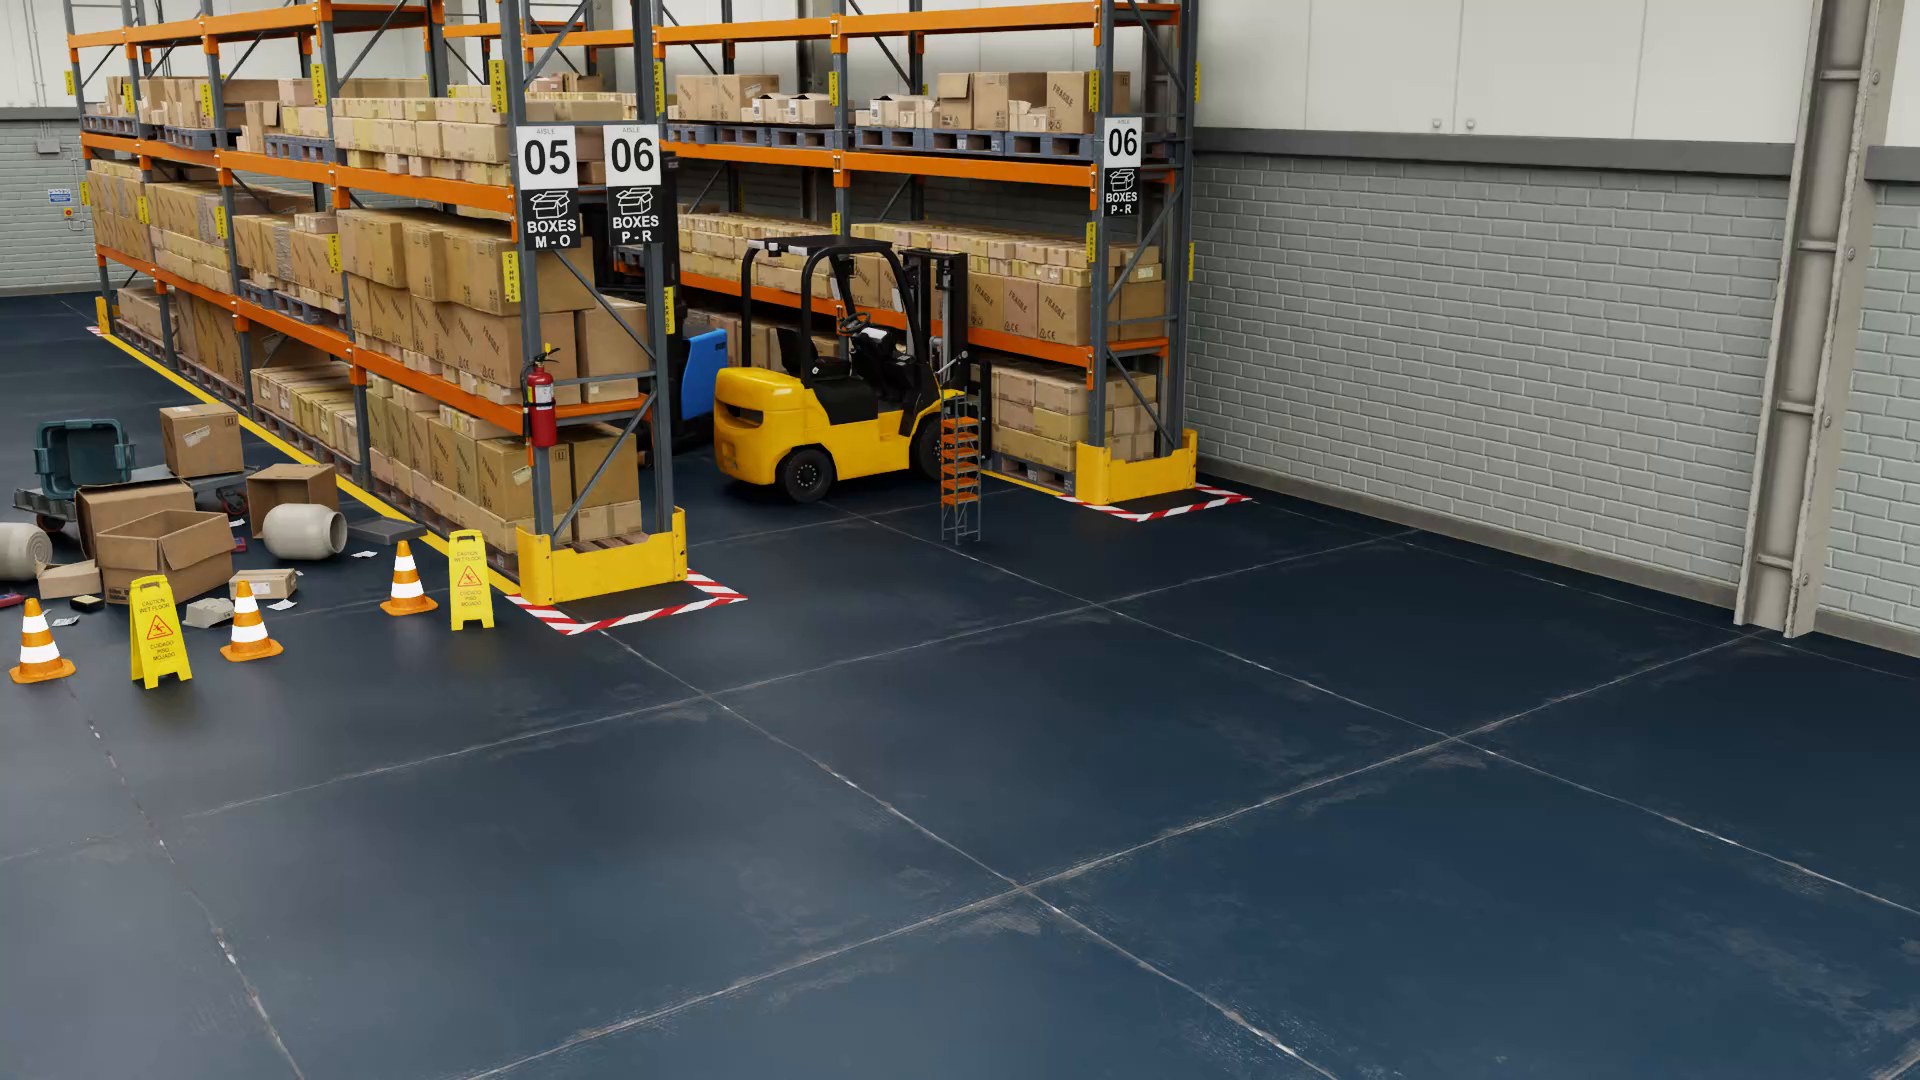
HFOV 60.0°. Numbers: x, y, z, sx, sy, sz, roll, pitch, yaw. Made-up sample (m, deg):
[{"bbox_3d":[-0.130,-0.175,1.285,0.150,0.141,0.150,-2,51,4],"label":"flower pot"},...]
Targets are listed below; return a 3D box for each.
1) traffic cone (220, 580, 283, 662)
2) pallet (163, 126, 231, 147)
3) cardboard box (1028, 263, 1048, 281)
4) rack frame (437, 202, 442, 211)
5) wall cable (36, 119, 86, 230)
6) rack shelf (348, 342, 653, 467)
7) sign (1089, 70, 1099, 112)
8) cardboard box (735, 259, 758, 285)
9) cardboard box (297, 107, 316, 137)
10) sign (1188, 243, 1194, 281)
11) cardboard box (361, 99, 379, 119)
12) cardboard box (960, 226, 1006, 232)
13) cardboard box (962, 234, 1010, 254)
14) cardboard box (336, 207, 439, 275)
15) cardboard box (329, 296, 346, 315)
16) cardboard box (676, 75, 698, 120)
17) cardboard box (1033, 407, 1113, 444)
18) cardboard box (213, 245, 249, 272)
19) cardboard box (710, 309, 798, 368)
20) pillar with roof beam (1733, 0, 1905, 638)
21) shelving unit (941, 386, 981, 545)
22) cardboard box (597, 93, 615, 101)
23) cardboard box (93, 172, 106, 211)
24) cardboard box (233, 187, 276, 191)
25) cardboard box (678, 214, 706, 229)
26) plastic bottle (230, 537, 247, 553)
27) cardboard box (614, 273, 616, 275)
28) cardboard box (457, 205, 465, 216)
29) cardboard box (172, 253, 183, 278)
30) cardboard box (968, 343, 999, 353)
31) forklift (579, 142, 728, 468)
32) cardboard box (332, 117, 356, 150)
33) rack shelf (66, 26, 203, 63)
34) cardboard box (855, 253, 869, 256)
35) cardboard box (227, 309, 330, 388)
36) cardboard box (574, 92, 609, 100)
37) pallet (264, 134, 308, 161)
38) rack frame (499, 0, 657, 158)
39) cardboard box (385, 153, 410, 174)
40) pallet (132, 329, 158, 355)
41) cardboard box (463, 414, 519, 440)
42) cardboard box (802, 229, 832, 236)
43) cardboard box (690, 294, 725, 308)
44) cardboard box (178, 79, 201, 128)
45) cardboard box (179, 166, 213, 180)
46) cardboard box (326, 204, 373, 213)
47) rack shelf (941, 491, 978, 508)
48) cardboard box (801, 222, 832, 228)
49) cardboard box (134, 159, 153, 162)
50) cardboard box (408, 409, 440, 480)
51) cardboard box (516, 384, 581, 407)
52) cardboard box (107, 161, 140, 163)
[{"bbox_3d":[-4.475,0.480,10.447,0.336,0.463,0.334,-11,19,-35],"label":"traffic cone"},{"bbox_3d":[-8.266,-4.529,18.617,1.003,0.211,1.213,-10,18,-32],"label":"pallet"},{"bbox_3d":[0.824,-2.375,14.654,0.380,0.149,0.250,-10,18,-34],"label":"cardboard box"},{"bbox_3d":[-7.876,-5.285,26.704,1.000,3.000,0.127,-11,19,-35],"label":"rack frame"},{"bbox_3d":[-15.223,-6.219,28.134,0.585,1.953,0.123,-11,19,-35],"label":"wall cable"},{"bbox_3d":[-3.657,-1.177,13.059,1.077,0.370,4.000,-11,19,-35],"label":"rack shelf"},{"bbox_3d":[1.085,-3.623,13.422,0.100,0.325,0.005,-11,19,-35],"label":"sign"},{"bbox_3d":[-2.205,-3.044,18.799,0.500,0.250,0.500,-10,18,-33],"label":"cardboard box"},{"bbox_3d":[-5.587,-3.740,14.864,0.500,0.250,0.500,-11,19,-34],"label":"cardboard box"},{"bbox_3d":[1.984,-2.409,14.407,0.100,0.325,0.005,-11,19,-35],"label":"sign"},{"bbox_3d":[-4.454,-3.375,13.008,0.380,0.149,0.250,-11,19,-35],"label":"cardboard box"},{"bbox_3d":[0.227,-2.989,16.334,0.380,0.149,0.250,-11,19,-35],"label":"cardboard box"},{"bbox_3d":[0.244,-2.744,15.436,0.380,0.149,0.250,-11,19,-34],"label":"cardboard box"},{"bbox_3d":[-4.750,-2.498,13.873,0.700,0.500,0.500,-11,19,-35],"label":"cardboard box"},{"bbox_3d":[-5.359,-2.100,14.747,0.380,0.149,0.250,-11,19,-34],"label":"cardboard box"},{"bbox_3d":[-2.943,-5.130,19.282,0.500,0.500,0.500,-11,19,-34],"label":"cardboard box"},{"bbox_3d":[0.993,-1.041,14.665,0.500,0.250,0.500,-11,19,-35],"label":"cardboard box"},{"bbox_3d":[-7.675,-3.038,17.832,0.500,0.250,0.500,-11,19,-35],"label":"cardboard box"},{"bbox_3d":[-2.426,-2.360,19.721,0.875,0.625,0.625,-10,18,-33],"label":"cardboard box"},{"bbox_3d":[1.897,-3.101,7.361,9.100,9.000,0.400,-11,19,-35],"label":"pillar with roof beam"},{"bbox_3d":[0.009,-0.576,12.906,0.258,1.200,0.189,-11,19,-35],"label":"shelving unit"},{"bbox_3d":[-4.376,-5.592,21.107,0.380,0.149,0.250,-11,19,-34],"label":"cardboard box"},{"bbox_3d":[-11.527,-4.788,22.806,0.500,0.500,0.500,-11,19,-36],"label":"cardboard box"},{"bbox_3d":[-8.162,-3.805,19.213,0.500,0.500,0.500,-11,18,-34],"label":"cardboard box"},{"bbox_3d":[-3.223,-3.824,19.948,0.380,0.149,0.250,-10,18,-33],"label":"cardboard box"},{"bbox_3d":[-5.591,0.032,12.842,0.133,0.061,0.283,-7,17,-25],"label":"plastic bottle"},{"bbox_3d":[-5.074,-3.707,23.649,0.380,0.149,0.250,-12,19,-37],"label":"cardboard box"},{"bbox_3d":[-7.530,-5.110,25.785,0.500,0.250,0.500,-11,19,-34],"label":"cardboard box"},{"bbox_3d":[-8.897,-3.230,19.481,0.500,0.250,0.500,-11,19,-35],"label":"cardboard box"},{"bbox_3d":[0.222,-1.790,16.454,0.500,0.250,0.500,-11,19,-34],"label":"cardboard box"},{"bbox_3d":[-3.319,-2.203,15.575,1.130,2.935,3.031,5,16,19],"label":"forklift"},{"bbox_3d":[-4.796,-3.333,13.610,0.500,0.250,0.500,-11,19,-36],"label":"cardboard box"},{"bbox_3d":[-10.713,-6.441,21.682,1.077,0.370,4.000,-11,19,-35],"label":"rack shelf"},{"bbox_3d":[-0.845,-2.975,16.845,0.380,0.149,0.250,-11,19,-35],"label":"cardboard box"},{"bbox_3d":[-7.524,-2.144,18.456,0.875,0.875,0.875,-11,19,-35],"label":"cardboard box"},{"bbox_3d":[-4.750,-5.699,21.463,0.380,0.149,0.250,-11,19,-34],"label":"cardboard box"},{"bbox_3d":[-5.722,-3.677,15.502,1.213,0.211,1.003,-11,19,-35],"label":"pallet"},{"bbox_3d":[-2.481,-3.991,10.611,1.000,3.000,0.127,-11,19,-35],"label":"rack frame"},{"bbox_3d":[-4.161,-2.884,12.723,0.380,0.149,0.250,-11,19,-36],"label":"cardboard box"},{"bbox_3d":[-10.642,-2.750,22.724,1.003,0.211,1.213,-11,19,-35],"label":"pallet"},{"bbox_3d":[-3.433,-0.847,12.252,0.380,0.149,0.250,-10,18,-33],"label":"cardboard box"},{"bbox_3d":[-1.468,-3.235,17.796,0.380,0.149,0.250,-11,19,-35],"label":"cardboard box"},{"bbox_3d":[-3.226,-3.046,21.235,0.380,0.149,0.250,-10,18,-32],"label":"cardboard box"},{"bbox_3d":[-7.921,-4.685,17.845,0.700,0.500,0.500,-12,19,-37],"label":"cardboard box"},{"bbox_3d":[-9.676,-4.663,21.119,0.380,0.149,0.250,-11,19,-34],"label":"cardboard box"},{"bbox_3d":[-5.995,-3.207,16.335,0.380,0.149,0.250,-12,19,-37],"label":"cardboard box"},{"bbox_3d":[0.009,-0.301,12.981,0.258,0.103,0.180,-11,19,-35],"label":"rack shelf"},{"bbox_3d":[-1.560,-3.473,18.664,0.380,0.149,0.250,-11,19,-35],"label":"cardboard box"},{"bbox_3d":[-11.347,-5.261,23.305,0.380,0.149,0.250,-10,18,-34],"label":"cardboard box"},{"bbox_3d":[-4.077,-0.798,13.303,0.500,0.500,0.500,-10,18,-32],"label":"cardboard box"},{"bbox_3d":[-2.874,-1.023,11.607,0.380,0.149,0.250,-10,18,-33],"label":"cardboard box"},{"bbox_3d":[-11.266,-5.019,22.420,0.380,0.149,0.250,-11,19,-34],"label":"cardboard box"}]
